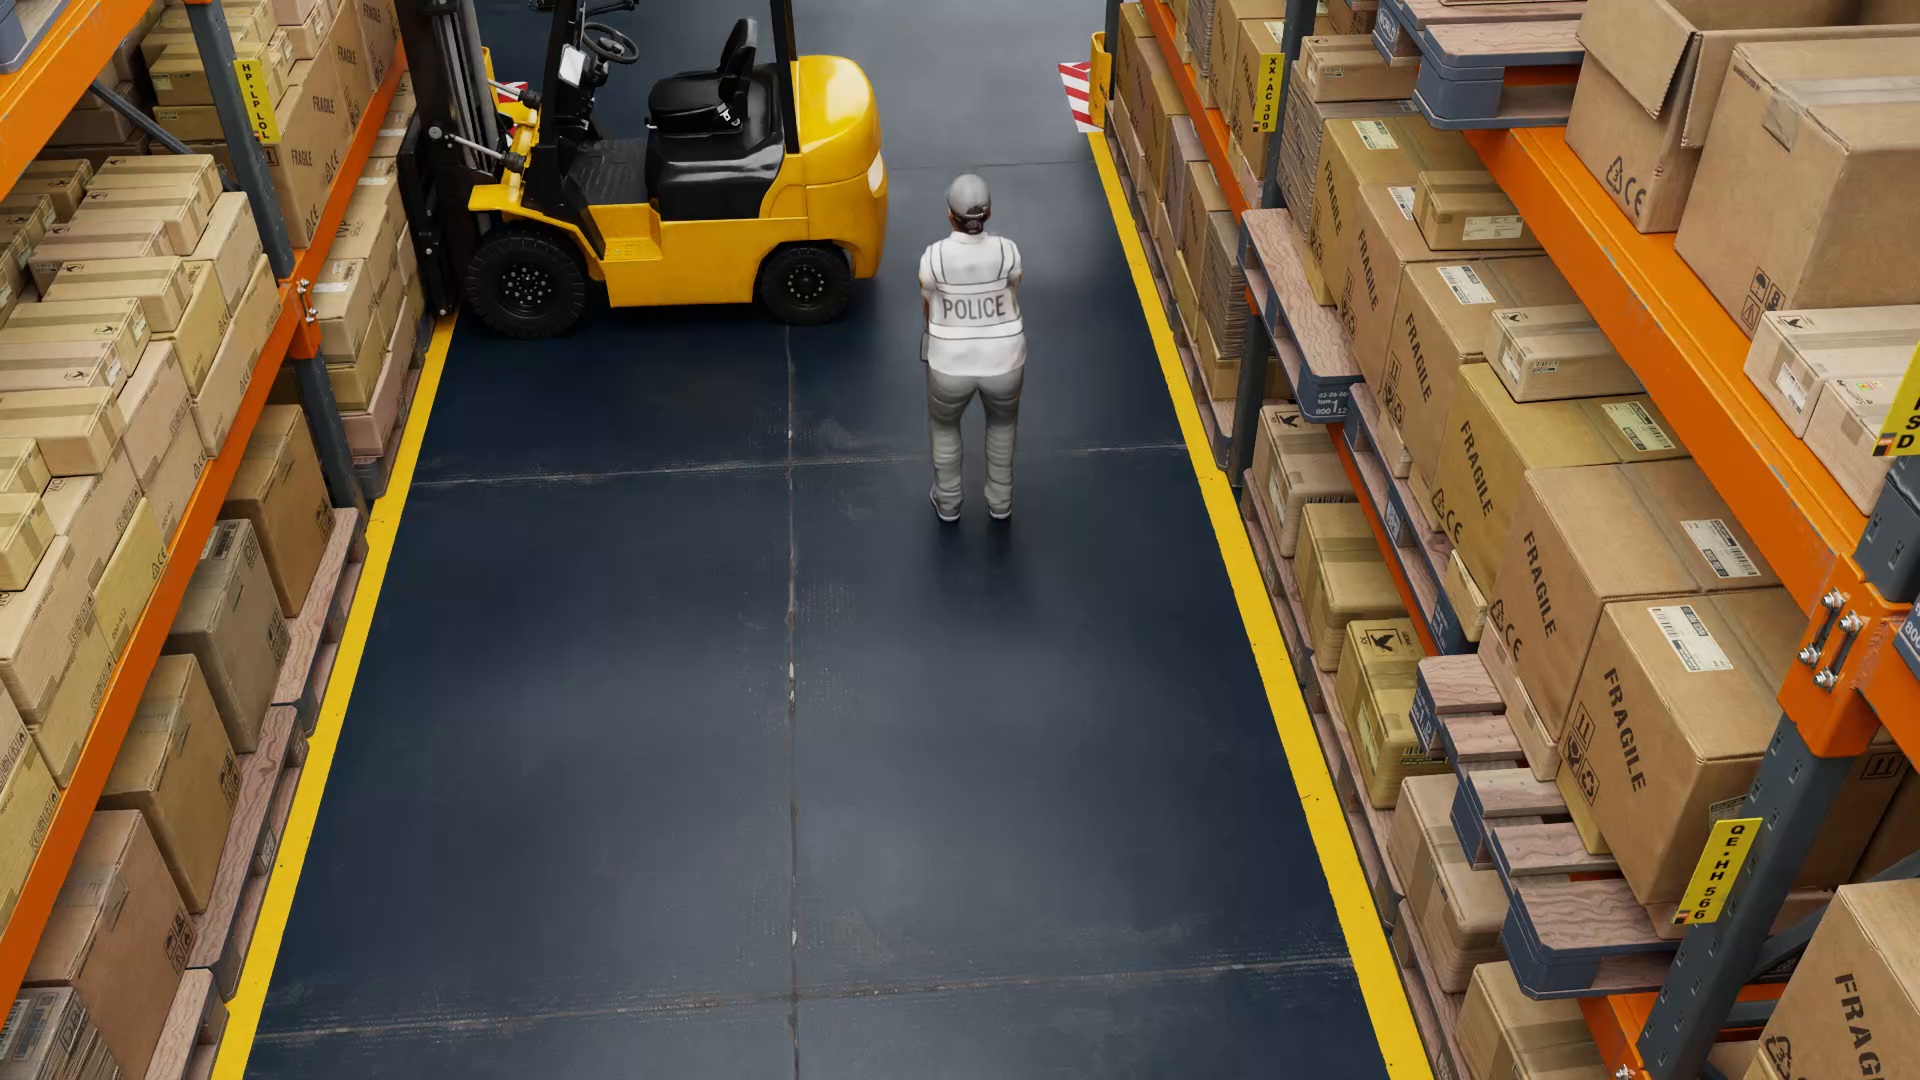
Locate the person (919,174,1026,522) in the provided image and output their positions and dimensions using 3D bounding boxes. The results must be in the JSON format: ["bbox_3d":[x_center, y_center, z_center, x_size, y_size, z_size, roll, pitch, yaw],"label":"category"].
[{"bbox_3d":[0.046,-0.800,7.142,0.452,1.657,0.566,-4,40,-5],"label":"person"}]
